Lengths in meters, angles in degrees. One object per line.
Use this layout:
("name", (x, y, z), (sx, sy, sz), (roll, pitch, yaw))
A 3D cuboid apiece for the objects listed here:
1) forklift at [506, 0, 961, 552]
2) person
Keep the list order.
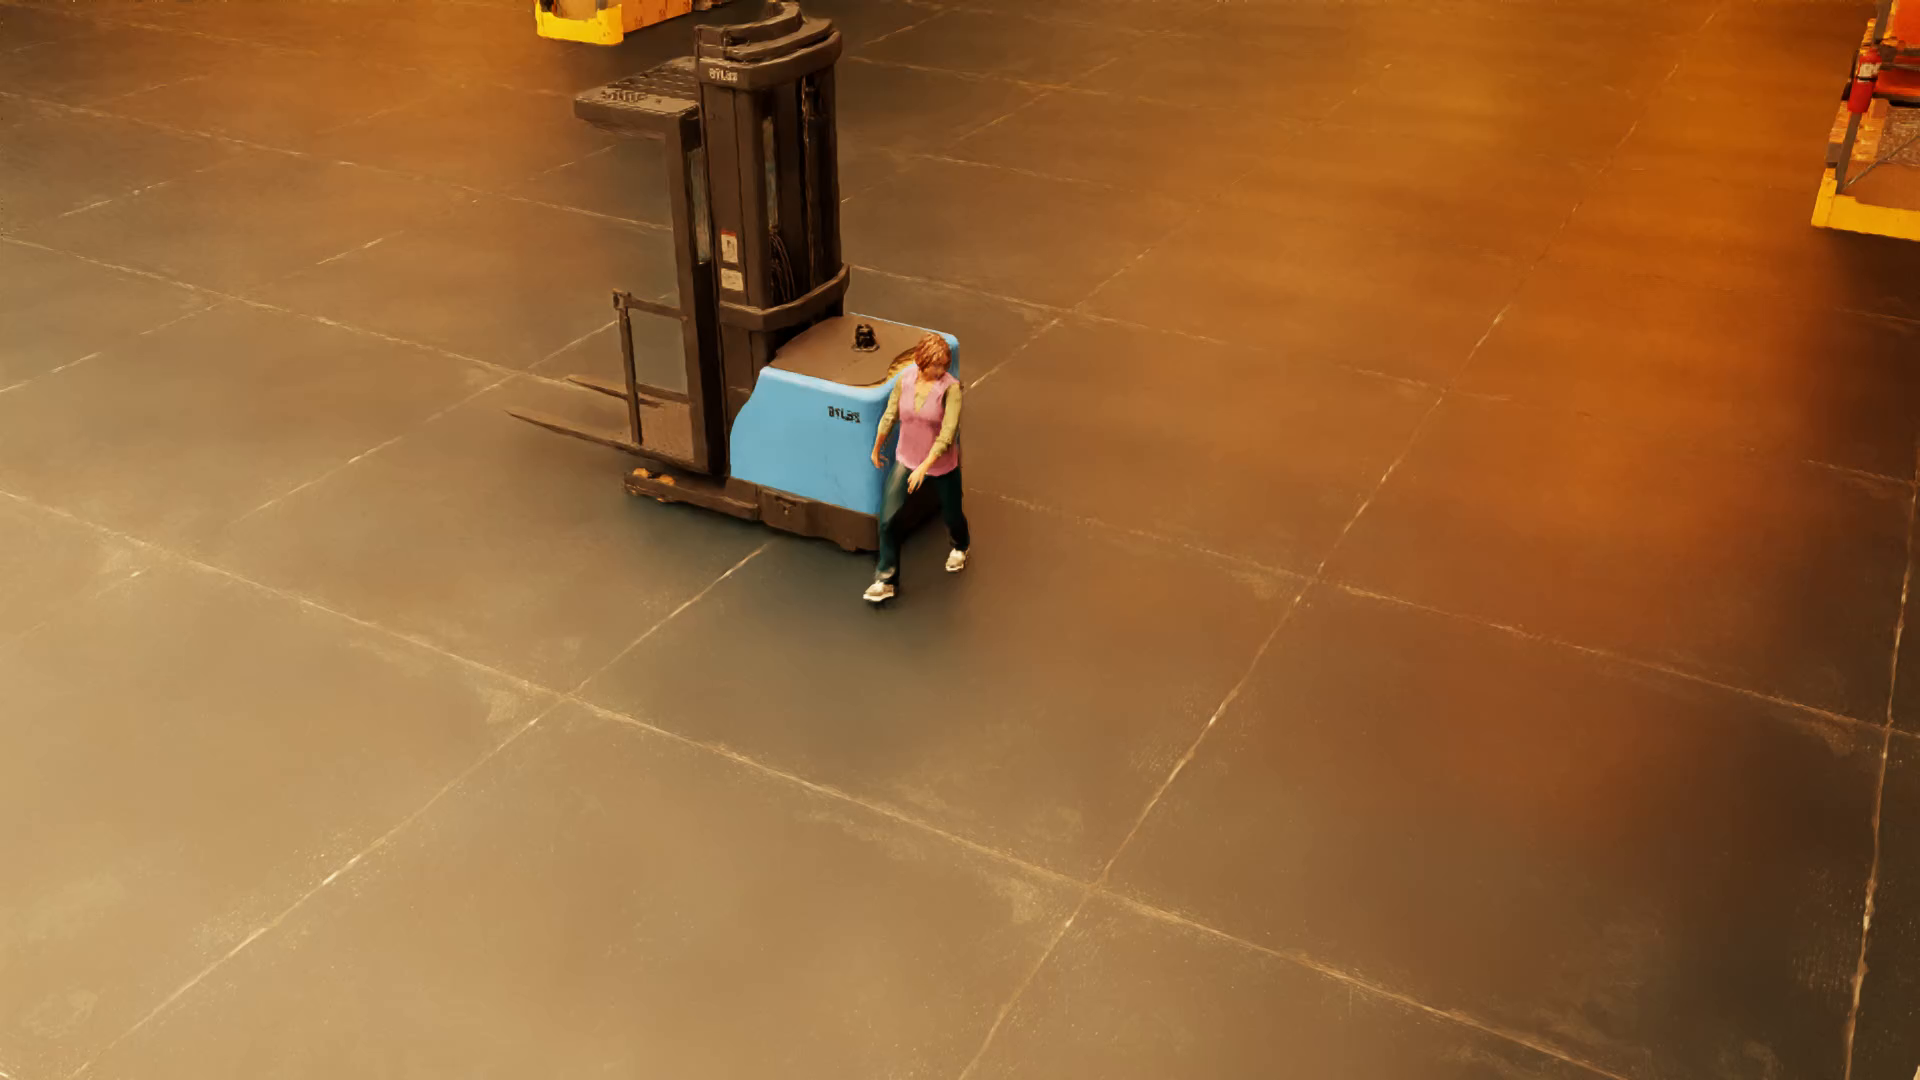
("forklift", (-1.533, -1.719, 10.049), (3.031, 2.935, 1.130), (15, 33, 25))
("person", (-0.257, -0.425, 9.219), (0.547, 1.523, 0.814), (7, 31, 12))
